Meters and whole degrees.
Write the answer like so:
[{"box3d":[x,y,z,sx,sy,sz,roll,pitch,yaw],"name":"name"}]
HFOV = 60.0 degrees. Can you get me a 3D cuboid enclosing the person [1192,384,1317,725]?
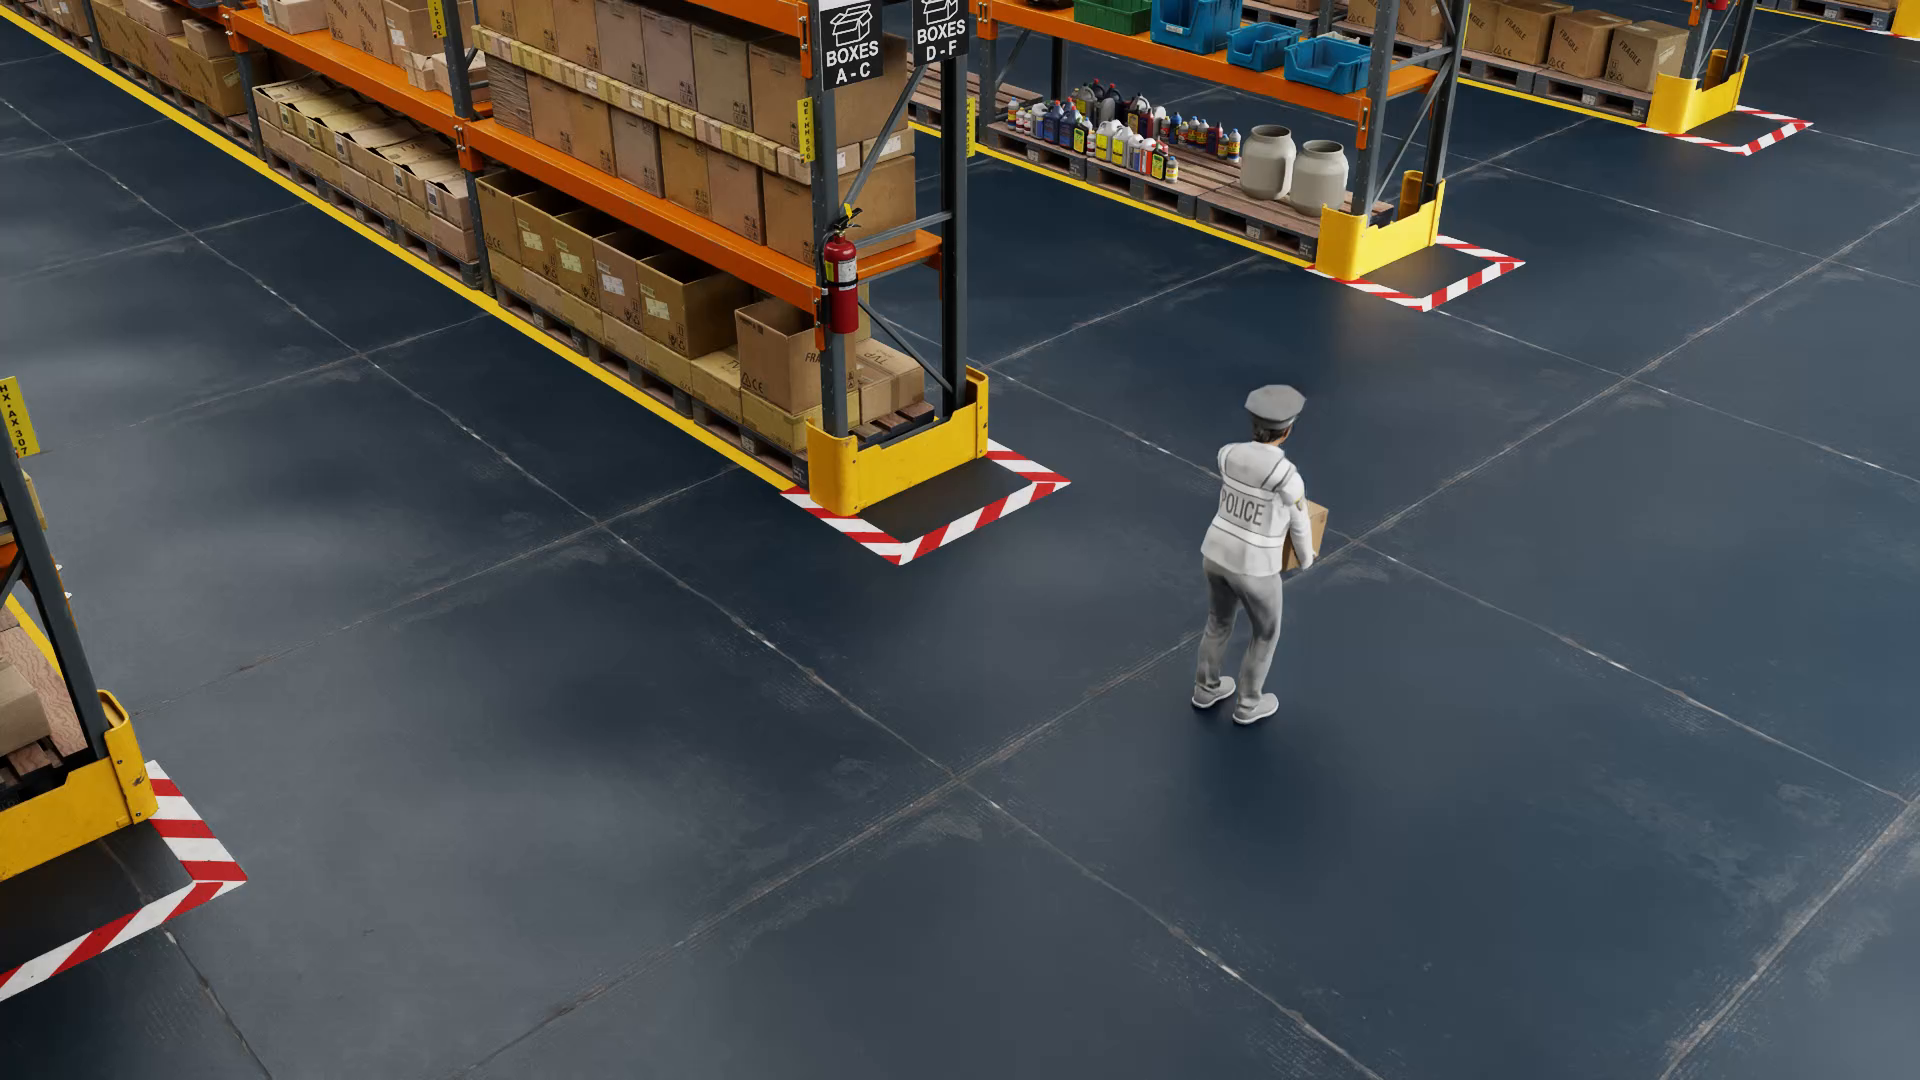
[{"box3d":[1.345,0.082,7.590,0.550,1.648,0.416,-27,41,-36],"name":"person"}]
